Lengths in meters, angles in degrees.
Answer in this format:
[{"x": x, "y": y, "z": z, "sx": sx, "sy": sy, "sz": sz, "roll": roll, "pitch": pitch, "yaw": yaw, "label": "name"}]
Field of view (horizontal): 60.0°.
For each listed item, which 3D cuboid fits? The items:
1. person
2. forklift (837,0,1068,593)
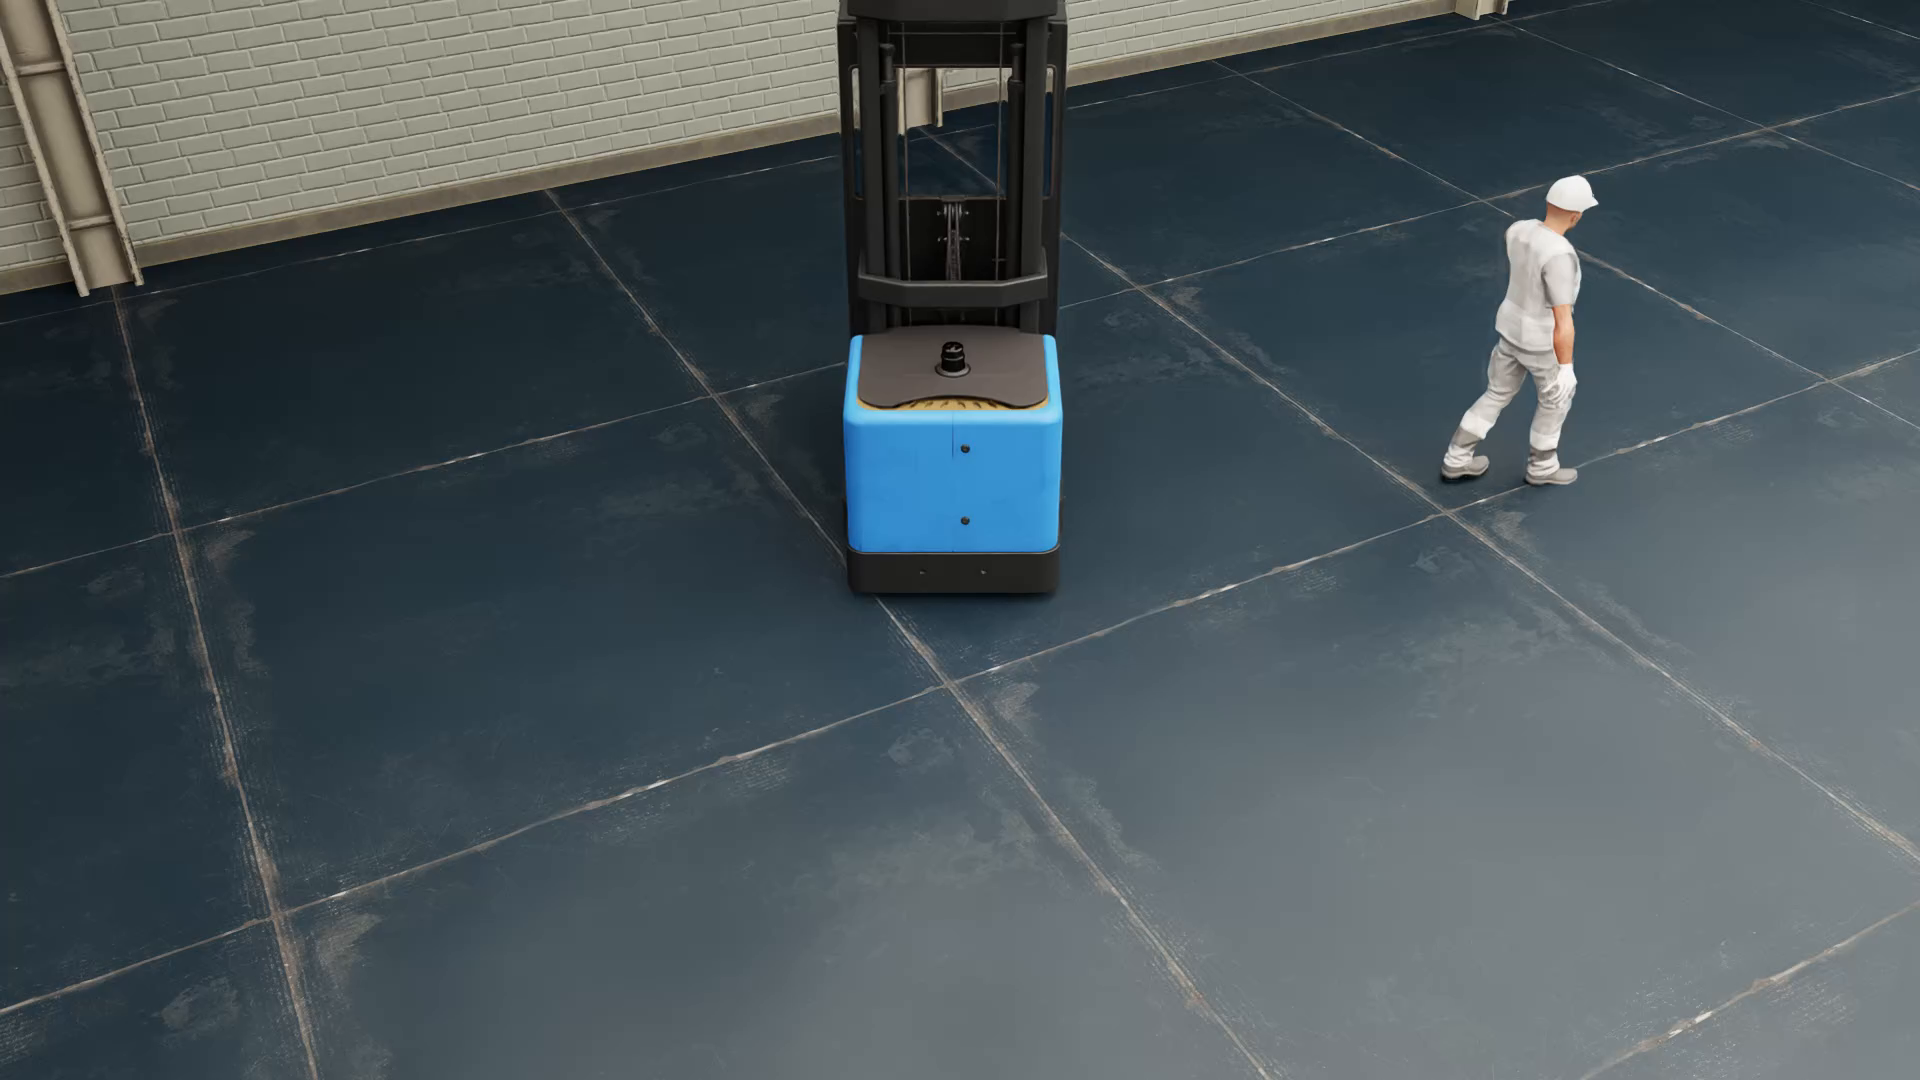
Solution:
[{"x": 3.033, "y": -1.045, "z": 8.628, "sx": 0.762, "sy": 1.762, "sz": 0.996, "roll": -11, "pitch": 37, "yaw": -15, "label": "person"}, {"x": -0.036, "y": -1.751, "z": 8.600, "sx": 1.130, "sy": 2.935, "sz": 3.031, "roll": 0, "pitch": 35, "yaw": 0, "label": "forklift"}]
